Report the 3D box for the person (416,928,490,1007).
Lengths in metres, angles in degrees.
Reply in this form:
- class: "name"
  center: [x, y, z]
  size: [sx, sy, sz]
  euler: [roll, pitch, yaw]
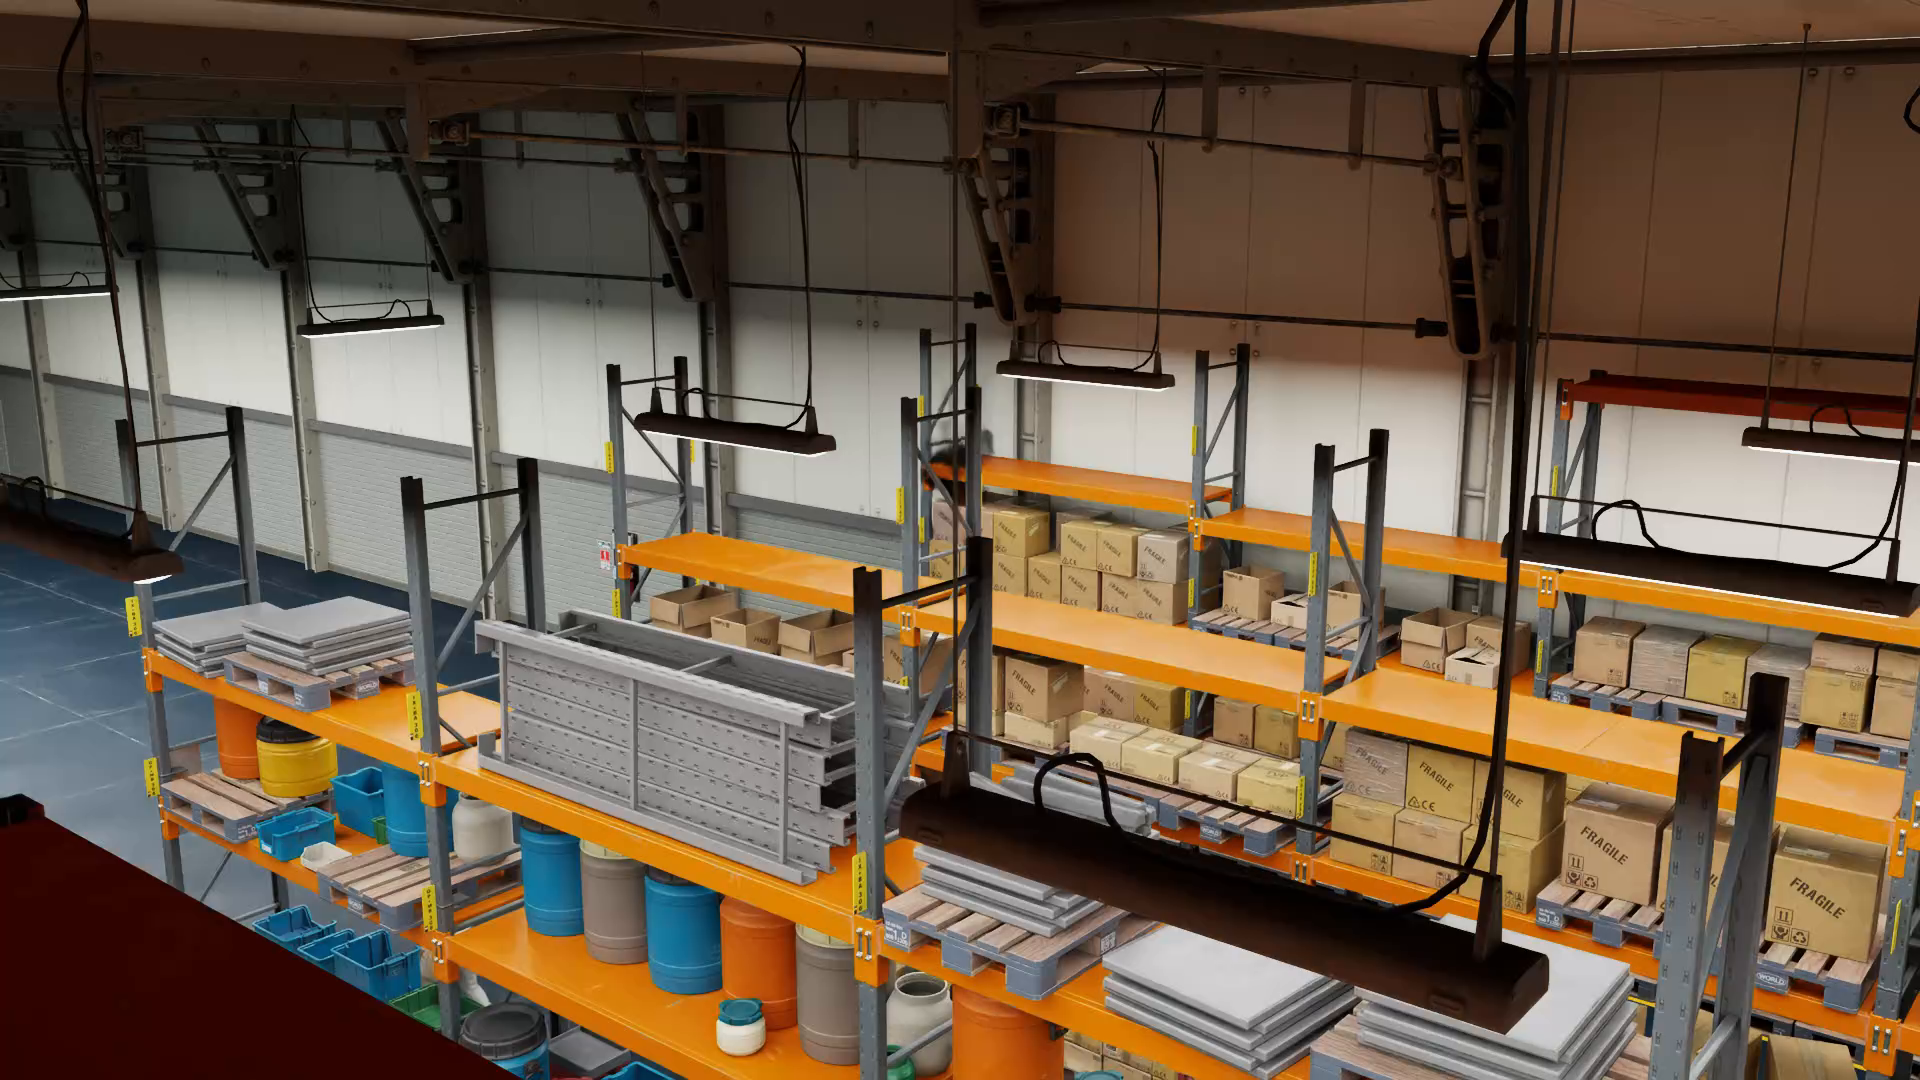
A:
- class: "person"
  center: [-4.674, 3.829, 15.283]
  size: [0.984, 1.837, 0.727]
  euler: [11, 16, 39]
